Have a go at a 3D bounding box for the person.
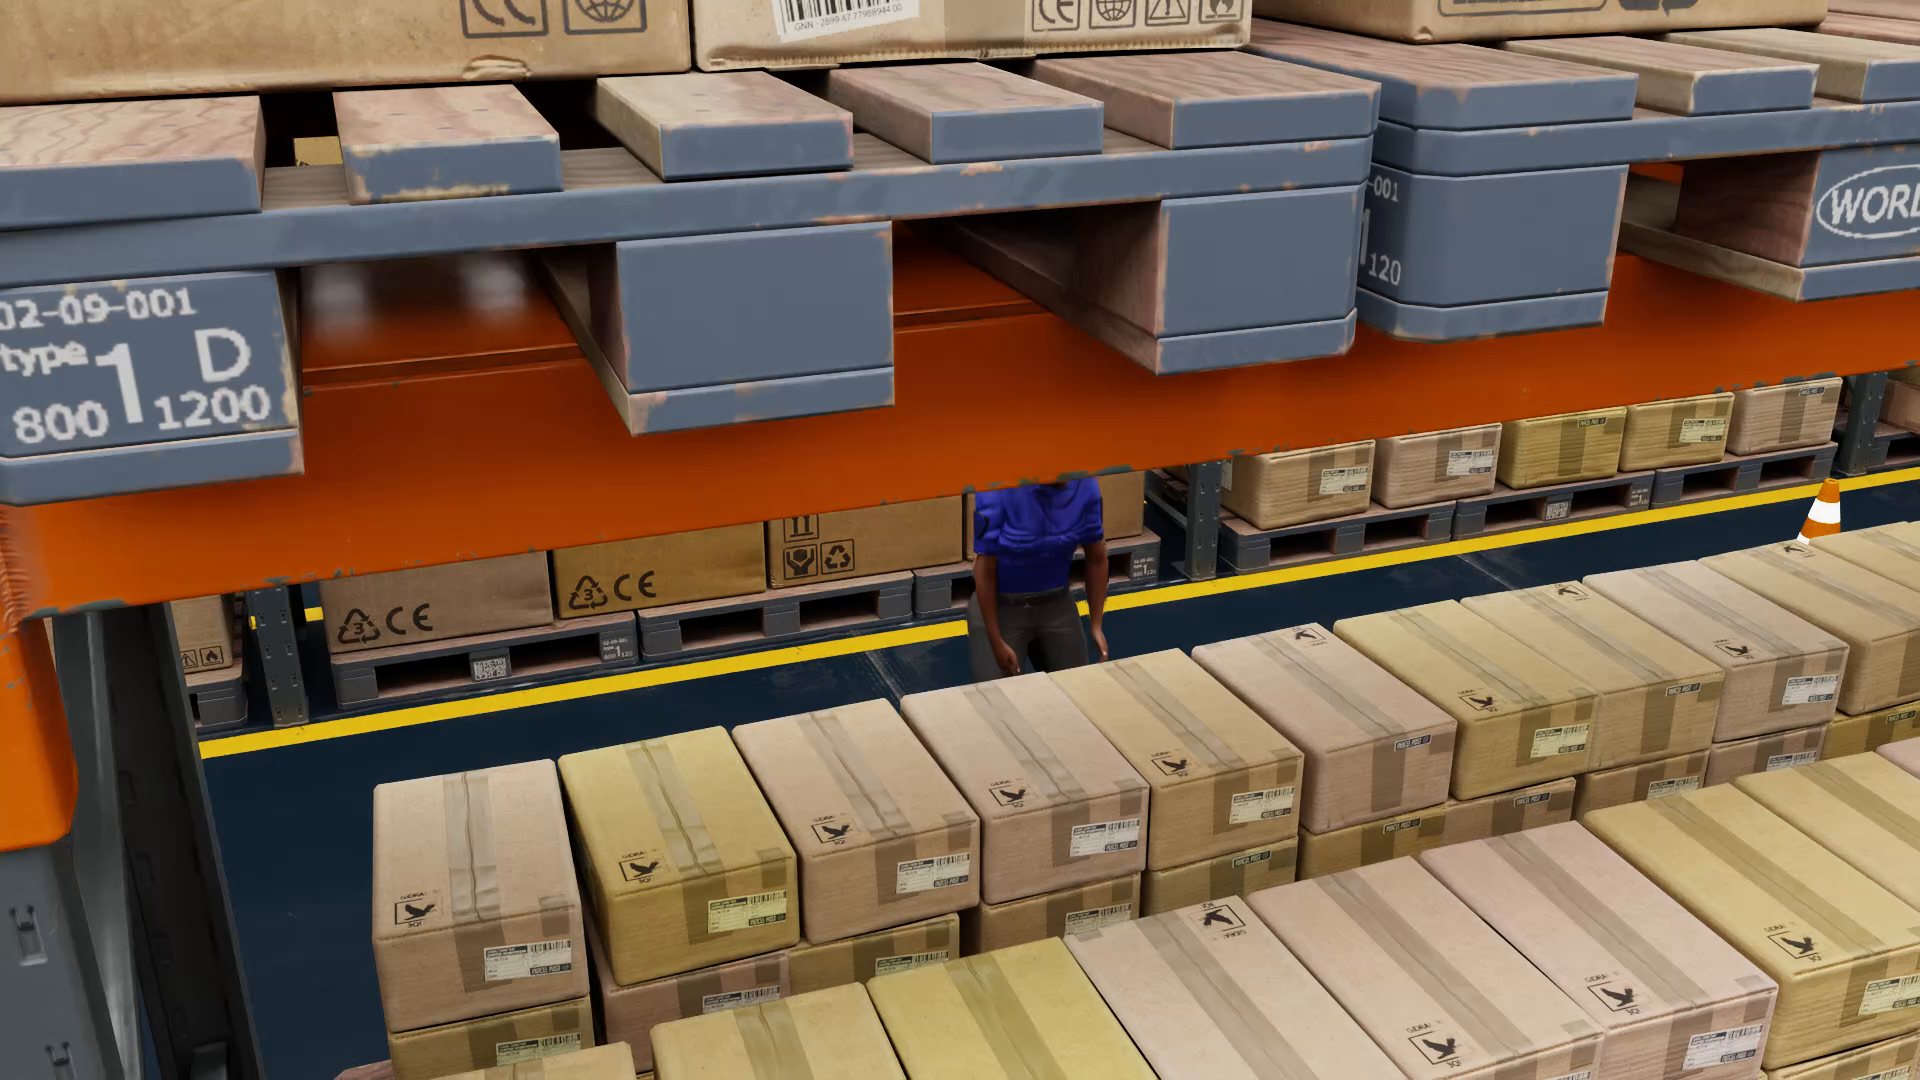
[{"bbox_3d":[0.259,0.293,5.525,0.469,1.575,0.430,-8,24,-18],"label":"person"}]
